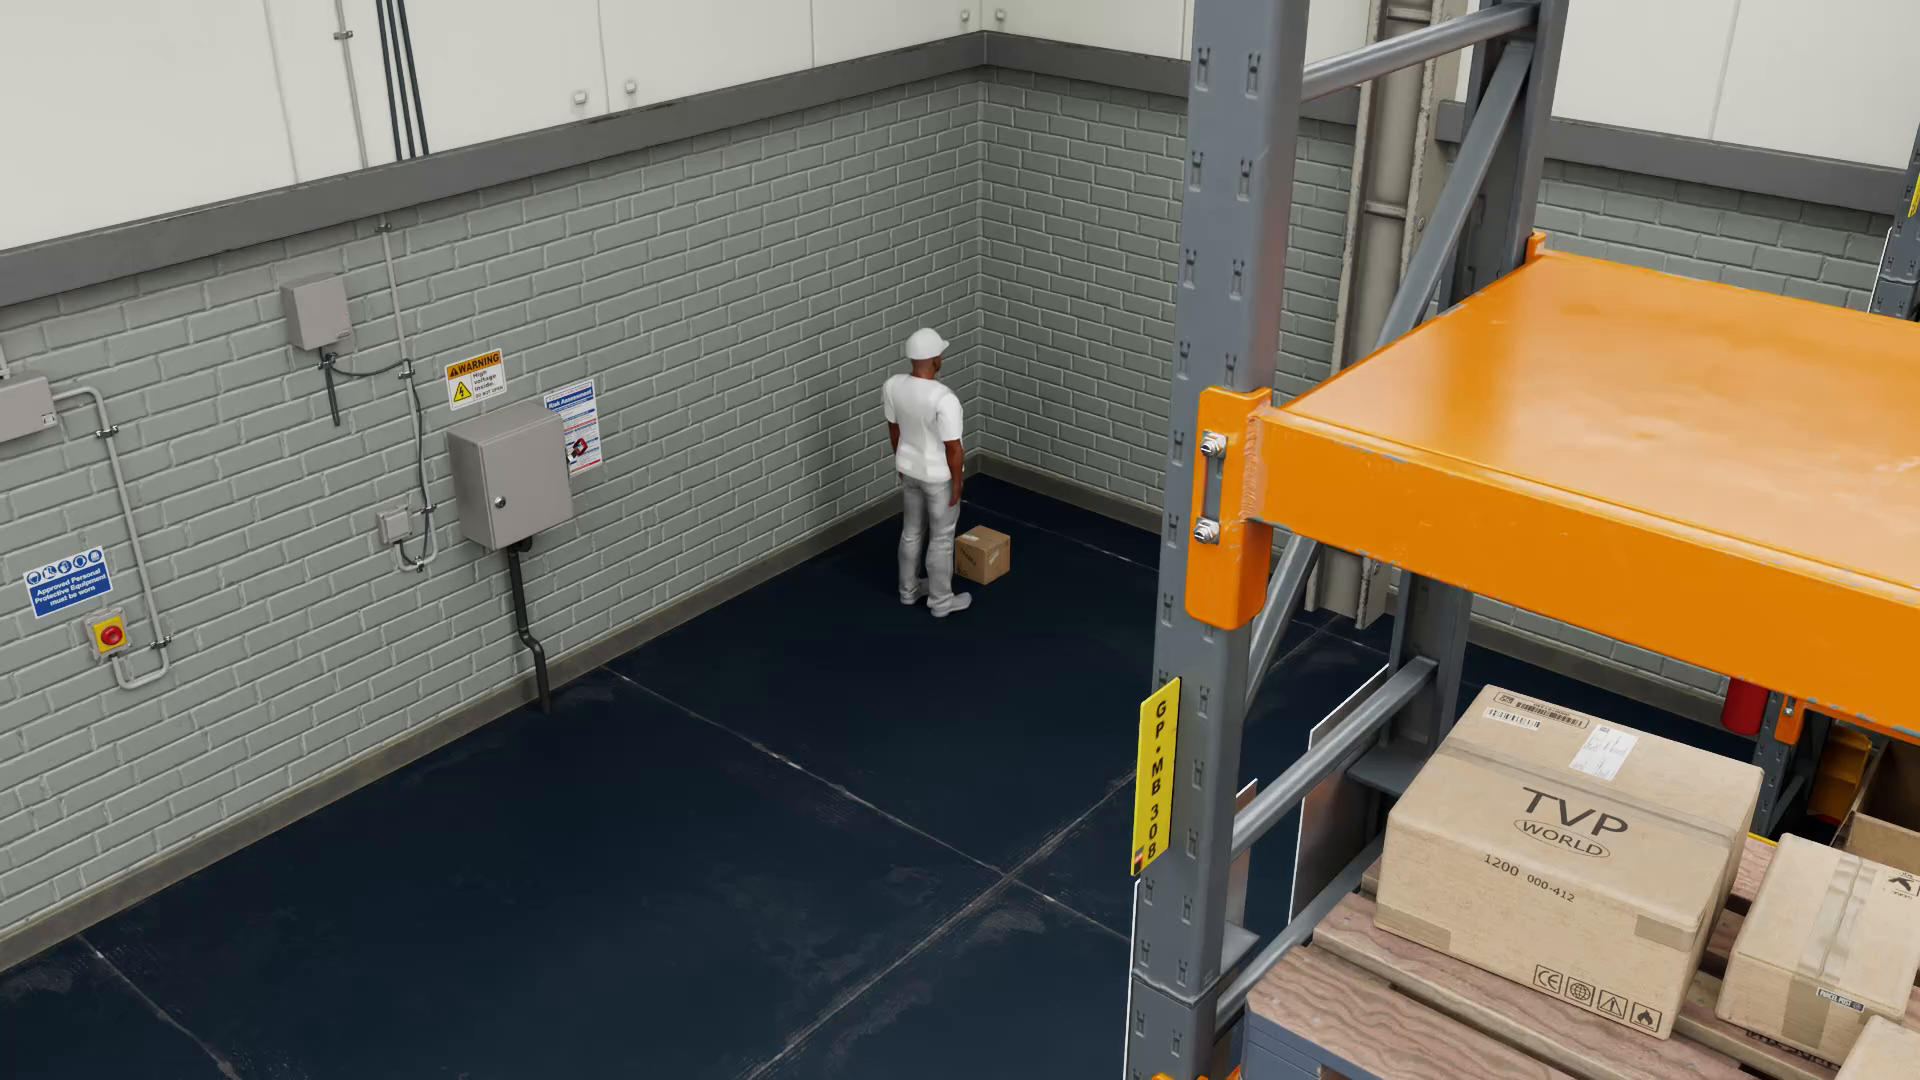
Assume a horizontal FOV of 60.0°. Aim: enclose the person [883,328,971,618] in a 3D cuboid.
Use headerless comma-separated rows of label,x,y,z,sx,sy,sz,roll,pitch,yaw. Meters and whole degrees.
person,-0.186,-0.407,9.805,0.563,1.764,0.353,22,34,36
